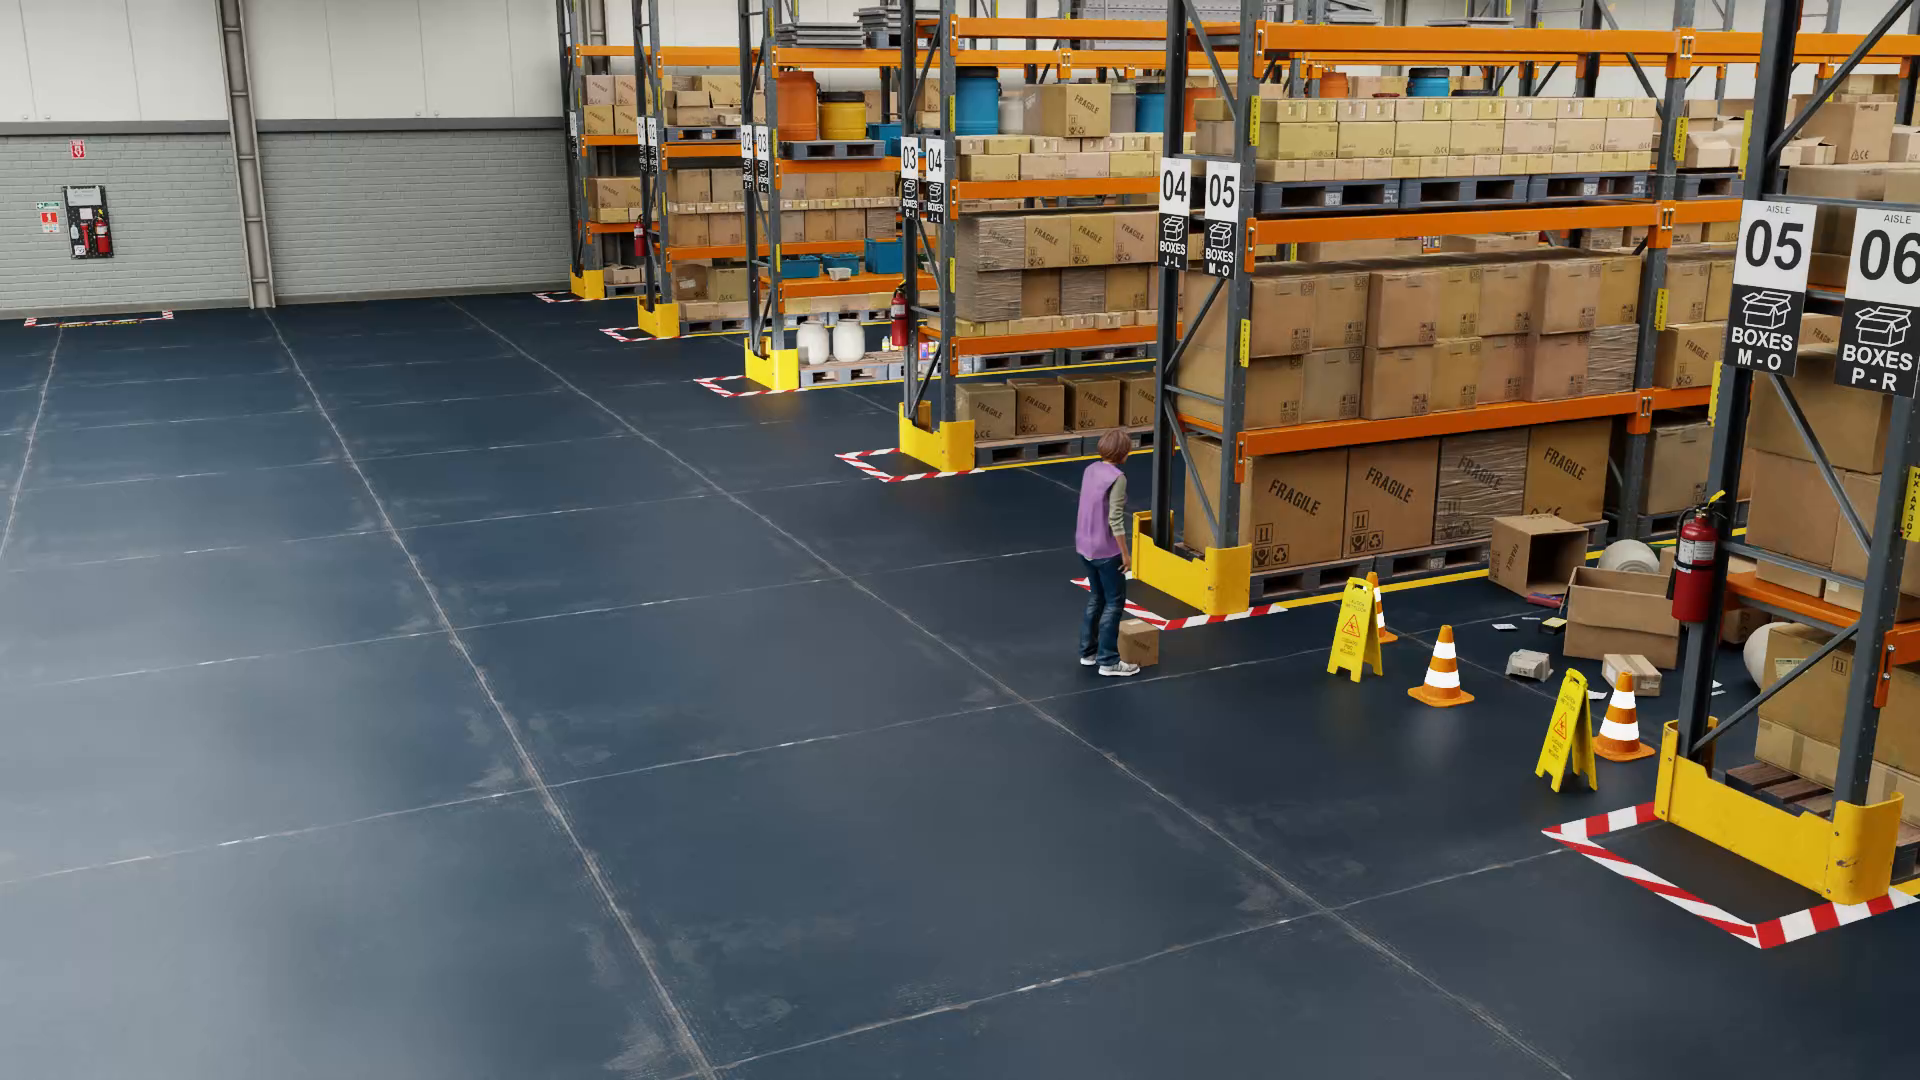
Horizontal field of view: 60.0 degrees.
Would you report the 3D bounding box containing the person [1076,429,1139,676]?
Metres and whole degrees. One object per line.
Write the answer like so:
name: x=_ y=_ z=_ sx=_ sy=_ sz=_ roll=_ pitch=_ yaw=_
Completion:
person: x=0.940 y=0.075 z=10.775 sx=0.344 sy=1.593 sz=0.462 roll=-7 pitch=17 yaw=-25
